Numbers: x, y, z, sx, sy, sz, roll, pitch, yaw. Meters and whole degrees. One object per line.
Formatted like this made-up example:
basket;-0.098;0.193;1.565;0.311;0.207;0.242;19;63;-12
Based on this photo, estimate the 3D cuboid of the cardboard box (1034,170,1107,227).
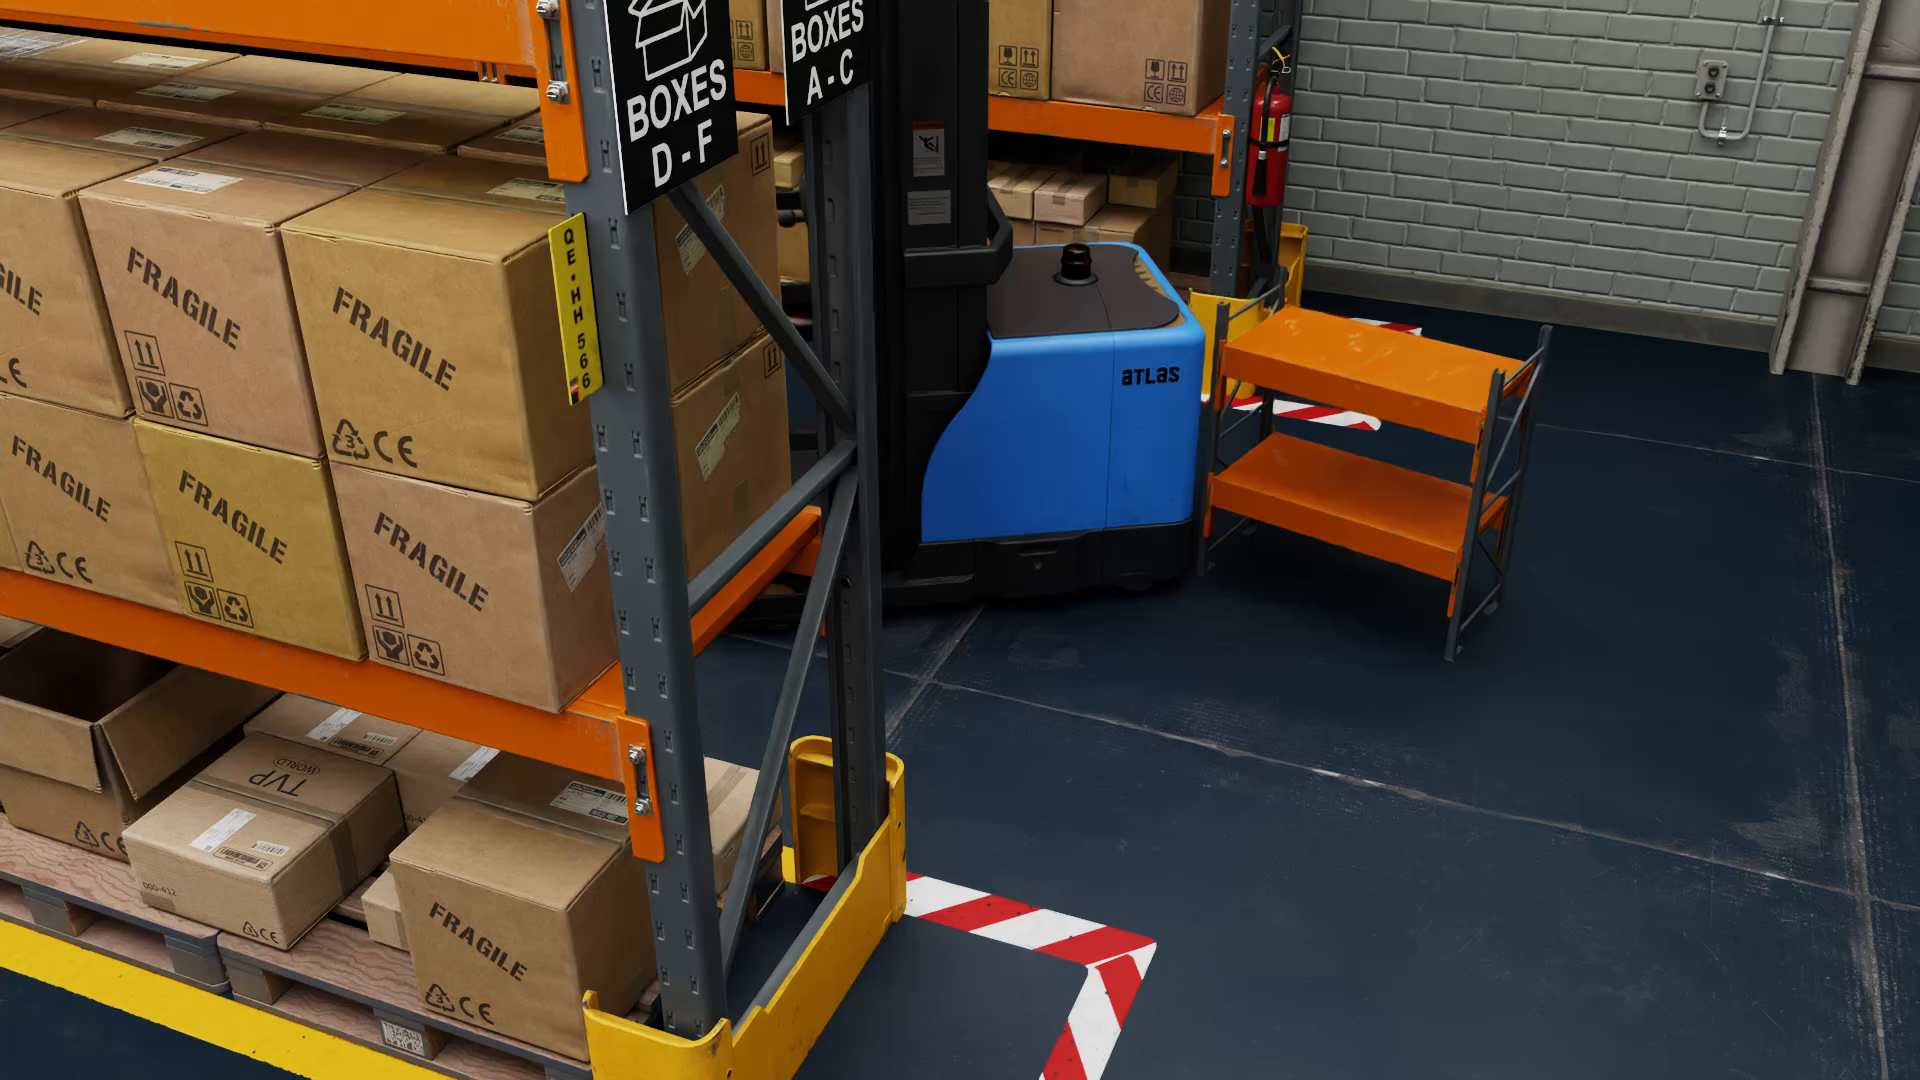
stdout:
cardboard box;0.541;-1.670;8.111;0.250;0.149;0.380;11;31;19

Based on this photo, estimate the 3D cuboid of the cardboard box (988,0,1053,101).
cardboard box;0.260;-2.619;8.030;0.700;0.700;0.980;11;31;19

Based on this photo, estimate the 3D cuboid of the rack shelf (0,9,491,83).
rack shelf;-4.145;-3.066;9.856;4.000;0.370;1.077;11;31;19

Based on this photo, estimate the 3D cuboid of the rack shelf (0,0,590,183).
rack shelf;-2.298;-1.372;3.812;4.000;0.370;1.077;11;31;19

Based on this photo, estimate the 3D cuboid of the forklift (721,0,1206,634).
forklift;-0.669;-1.208;5.909;3.031;2.935;1.130;-5;30;-8

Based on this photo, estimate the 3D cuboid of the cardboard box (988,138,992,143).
cardboard box;-0.018;-1.984;8.667;0.250;0.149;0.380;12;32;20

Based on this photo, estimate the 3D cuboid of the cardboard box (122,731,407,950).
cardboard box;-1.910;0.818;4.601;0.500;0.250;0.500;11;31;19

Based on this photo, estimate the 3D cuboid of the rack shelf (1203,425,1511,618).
rack shelf;1.492;-0.091;6.265;1.000;0.278;0.538;20;35;31

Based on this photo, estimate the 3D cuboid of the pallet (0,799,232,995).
pallet;-2.381;0.817;5.090;1.213;0.211;1.003;11;31;19

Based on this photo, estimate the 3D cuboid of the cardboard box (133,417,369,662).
cardboard box;-1.444;-0.106;3.788;0.500;0.500;0.500;12;31;20

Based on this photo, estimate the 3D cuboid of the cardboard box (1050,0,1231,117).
cardboard box;0.938;-2.489;7.801;0.700;0.700;0.980;13;32;21

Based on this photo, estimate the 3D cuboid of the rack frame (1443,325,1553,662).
rack frame;1.902;-0.156;5.883;0.032;1.125;0.500;20;35;31

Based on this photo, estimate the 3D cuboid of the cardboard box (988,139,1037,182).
cardboard box;0.218;-1.938;8.584;0.250;0.149;0.380;12;31;20

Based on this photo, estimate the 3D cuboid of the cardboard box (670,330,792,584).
cardboard box;-0.757;-0.255;4.052;0.500;0.500;0.500;12;32;20

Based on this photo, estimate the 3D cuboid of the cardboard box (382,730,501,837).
cardboard box;-1.305;0.674;4.857;0.500;0.250;0.500;11;31;19

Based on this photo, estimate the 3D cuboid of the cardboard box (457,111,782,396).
cardboard box;-0.757;-0.691;3.806;0.500;0.500;0.500;12;32;21

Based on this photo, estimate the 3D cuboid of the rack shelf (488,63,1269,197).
rack shelf;-0.439;-2.326;8.547;4.000;0.370;1.077;11;31;19

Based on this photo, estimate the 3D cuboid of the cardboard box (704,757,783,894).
cardboard box;-0.703;0.806;4.726;0.250;0.149;0.380;11;31;19

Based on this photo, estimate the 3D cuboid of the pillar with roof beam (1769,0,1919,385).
pillar with roof beam;2.623;-2.812;2.581;0.400;9.000;9.100;11;31;19

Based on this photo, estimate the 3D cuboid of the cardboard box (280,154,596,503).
cardboard box;-0.960;-0.445;3.372;0.500;0.500;0.500;11;31;19

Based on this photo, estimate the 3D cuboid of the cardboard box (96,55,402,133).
cardboard box;-1.706;-0.879;4.138;0.500;0.500;0.500;12;32;20

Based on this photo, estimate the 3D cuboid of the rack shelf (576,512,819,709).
rack shelf;-2.298;-0.151;4.502;3.809;0.124;0.919;11;31;19

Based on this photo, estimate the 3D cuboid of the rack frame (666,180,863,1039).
rack frame;-0.443;-0.011;3.721;0.053;2.616;0.949;11;31;19

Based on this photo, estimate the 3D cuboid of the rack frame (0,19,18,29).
rack frame;-6.000;-3.747;10.331;0.053;2.616;0.949;11;31;19

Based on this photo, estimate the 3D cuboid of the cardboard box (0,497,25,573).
cardboard box;-2.371;-0.294;4.120;0.500;0.500;0.500;11;31;18

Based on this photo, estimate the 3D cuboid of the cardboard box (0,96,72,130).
cardboard box;-2.387;-0.727;3.870;0.500;0.500;0.500;12;32;21

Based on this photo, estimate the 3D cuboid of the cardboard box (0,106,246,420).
cardboard box;-1.911;-0.632;3.702;0.500;0.500;0.500;12;32;20

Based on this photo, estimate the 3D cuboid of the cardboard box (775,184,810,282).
cardboard box;-0.699;-1.728;8.872;0.500;0.500;0.700;12;32;20

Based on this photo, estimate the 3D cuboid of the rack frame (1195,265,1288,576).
rack frame;1.082;-0.452;6.406;0.032;1.125;0.500;20;35;31

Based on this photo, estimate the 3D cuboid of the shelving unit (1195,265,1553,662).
shelving unit;1.492;-0.304;6.145;1.048;1.125;0.538;20;35;31

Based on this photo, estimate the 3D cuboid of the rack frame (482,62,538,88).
rack frame;-2.292;-3.009;9.025;0.127;3.000;1.000;11;31;19

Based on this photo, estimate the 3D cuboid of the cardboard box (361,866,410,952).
cardboard box;-1.382;0.928;4.492;0.250;0.166;0.380;11;31;19

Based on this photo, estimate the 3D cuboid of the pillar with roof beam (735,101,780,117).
pillar with roof beam;-2.937;-3.923;4.545;0.400;9.000;9.100;11;31;19

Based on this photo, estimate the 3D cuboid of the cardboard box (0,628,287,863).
cardboard box;-2.408;0.491;4.923;0.637;0.503;0.797;11;31;19

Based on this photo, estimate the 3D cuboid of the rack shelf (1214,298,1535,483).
rack shelf;1.492;-0.559;6.001;1.000;0.278;0.538;20;35;31

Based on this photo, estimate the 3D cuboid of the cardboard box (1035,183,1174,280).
cardboard box;0.728;-1.447;8.376;0.500;0.500;0.700;11;31;19

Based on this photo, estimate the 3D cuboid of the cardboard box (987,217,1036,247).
cardboard box;0.265;-1.540;8.540;0.500;0.500;0.700;11;31;19

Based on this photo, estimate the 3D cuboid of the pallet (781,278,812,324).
pallet;-0.482;-1.394;9.001;1.213;0.211;1.003;11;31;19

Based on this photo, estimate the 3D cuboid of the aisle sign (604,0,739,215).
aisle sign;-0.496;-0.989;2.809;0.004;0.787;0.394;11;31;19

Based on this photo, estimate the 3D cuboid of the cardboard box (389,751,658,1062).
cardboard box;-1.041;0.899;4.204;0.500;0.500;0.500;11;31;19

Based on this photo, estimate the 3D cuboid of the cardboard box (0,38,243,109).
cardboard box;-2.177;-0.972;4.304;0.500;0.500;0.500;11;31;19

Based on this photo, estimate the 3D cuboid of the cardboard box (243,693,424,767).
cardboard box;-1.768;0.581;5.021;0.500;0.250;0.500;11;31;19

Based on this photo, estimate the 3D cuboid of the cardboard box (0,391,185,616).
cardboard box;-1.904;-0.201;3.955;0.500;0.500;0.500;12;31;20

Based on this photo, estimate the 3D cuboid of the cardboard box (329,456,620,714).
cardboard box;-0.962;-0.012;3.621;0.500;0.500;0.500;12;32;21

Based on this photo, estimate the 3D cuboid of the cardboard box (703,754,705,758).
cardboard box;-0.935;0.752;4.803;0.250;0.166;0.380;11;31;19

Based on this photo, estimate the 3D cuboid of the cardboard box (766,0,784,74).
cardboard box;-0.443;-2.764;8.287;0.700;0.700;0.980;10;31;17
